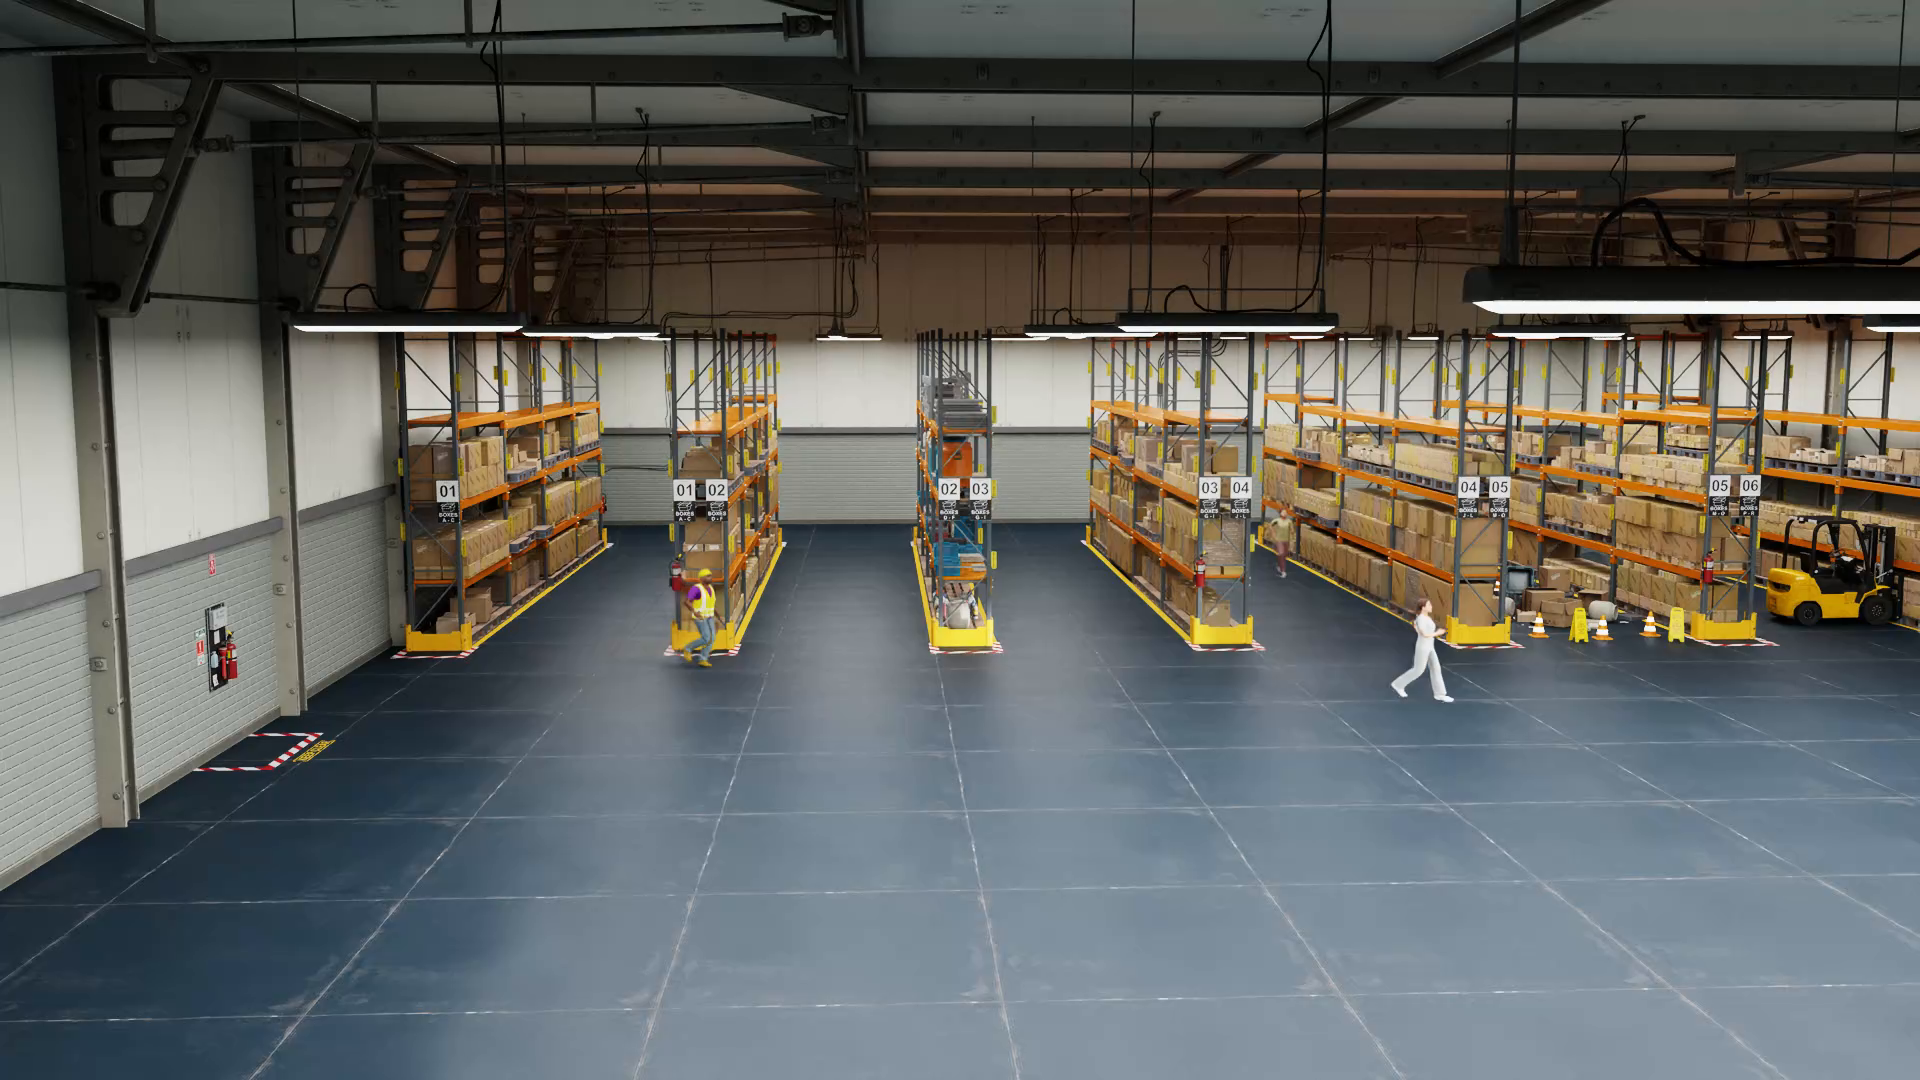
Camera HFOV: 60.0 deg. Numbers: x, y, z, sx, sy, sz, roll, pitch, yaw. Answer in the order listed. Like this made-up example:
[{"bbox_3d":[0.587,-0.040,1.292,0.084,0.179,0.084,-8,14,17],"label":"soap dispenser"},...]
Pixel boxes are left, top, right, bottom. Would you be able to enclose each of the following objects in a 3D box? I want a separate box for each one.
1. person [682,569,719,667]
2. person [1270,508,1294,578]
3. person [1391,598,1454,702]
[{"bbox_3d":[-4.603,1.383,29.730,0.589,1.739,0.733,3,8,27],"label":"person"},{"bbox_3d":[7.987,0.038,41.165,0.577,1.681,0.957,-1,7,-5],"label":"person"},{"bbox_3d":[7.419,1.744,26.599,0.970,1.648,0.564,3,7,26],"label":"person"}]
